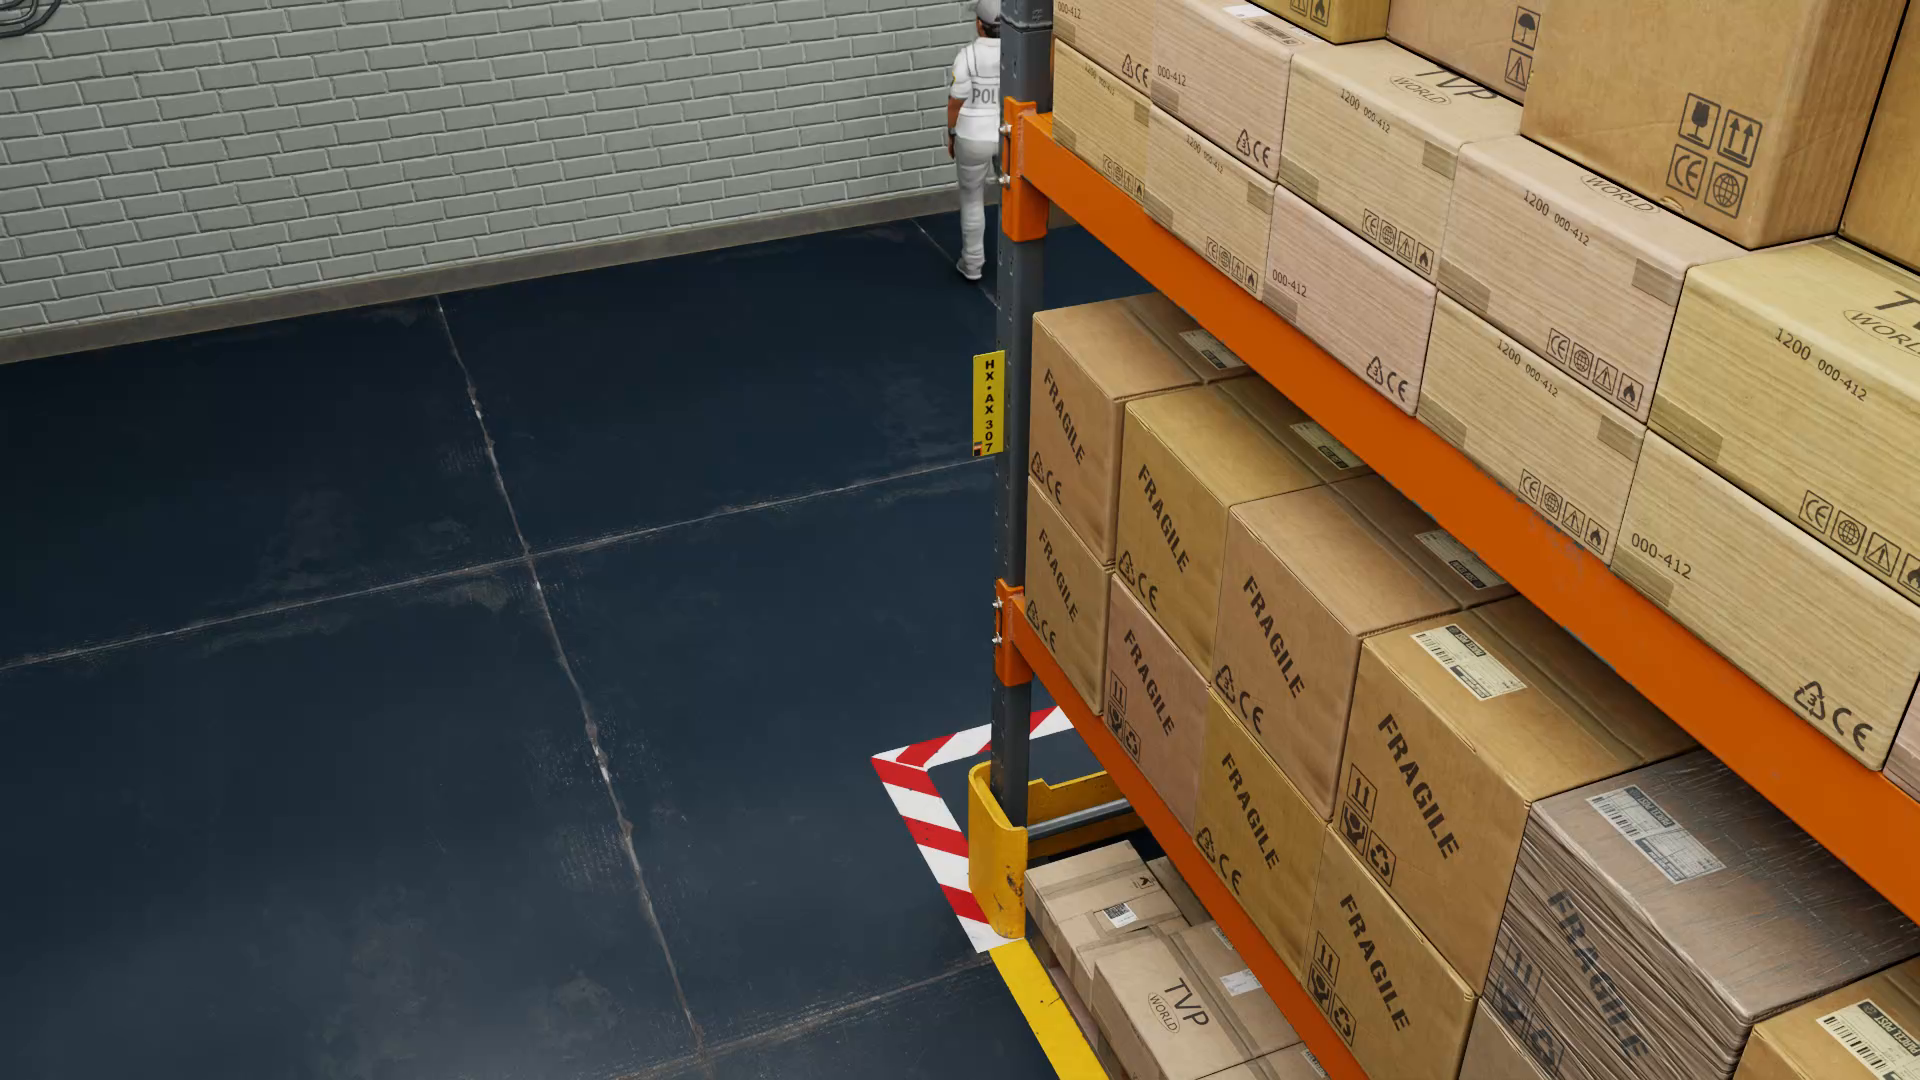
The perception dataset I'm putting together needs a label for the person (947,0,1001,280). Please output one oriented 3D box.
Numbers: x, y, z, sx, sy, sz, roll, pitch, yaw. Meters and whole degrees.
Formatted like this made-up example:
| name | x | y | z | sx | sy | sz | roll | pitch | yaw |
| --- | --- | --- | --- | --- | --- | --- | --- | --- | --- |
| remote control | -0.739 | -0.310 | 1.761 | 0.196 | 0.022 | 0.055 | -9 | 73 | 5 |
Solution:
| name | x | y | z | sx | sy | sz | roll | pitch | yaw |
| --- | --- | --- | --- | --- | --- | --- | --- | --- | --- |
| person | 0.163 | -2.294 | 9.545 | 0.492 | 1.678 | 0.414 | -7 | 34 | -11 |
